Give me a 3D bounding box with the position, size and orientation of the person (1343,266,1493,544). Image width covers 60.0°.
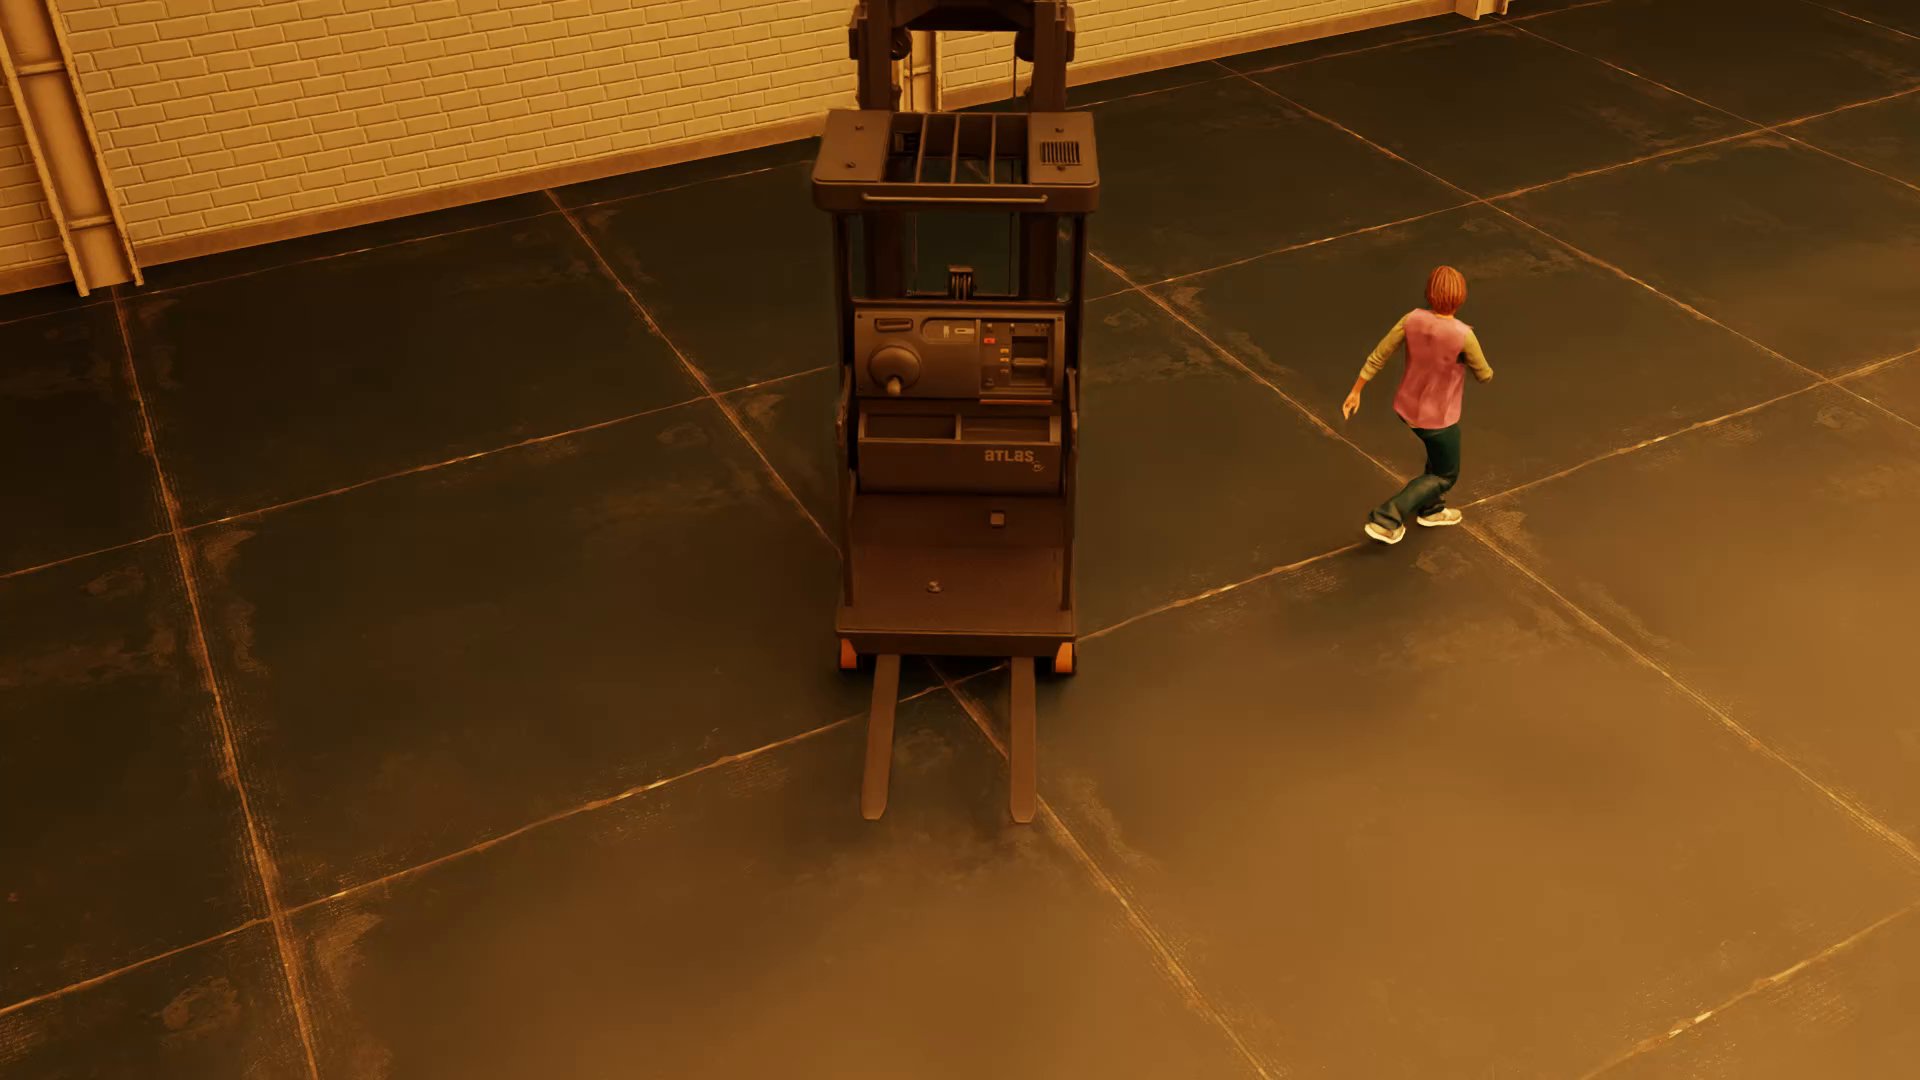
[{"bbox_3d":[2.326,-0.661,8.305,0.719,1.519,0.466,-16,38,-21],"label":"person"}]

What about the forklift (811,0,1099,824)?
[{"bbox_3d":[-0.006,-0.759,7.196,1.130,2.935,3.031,1,35,1],"label":"forklift"}]
